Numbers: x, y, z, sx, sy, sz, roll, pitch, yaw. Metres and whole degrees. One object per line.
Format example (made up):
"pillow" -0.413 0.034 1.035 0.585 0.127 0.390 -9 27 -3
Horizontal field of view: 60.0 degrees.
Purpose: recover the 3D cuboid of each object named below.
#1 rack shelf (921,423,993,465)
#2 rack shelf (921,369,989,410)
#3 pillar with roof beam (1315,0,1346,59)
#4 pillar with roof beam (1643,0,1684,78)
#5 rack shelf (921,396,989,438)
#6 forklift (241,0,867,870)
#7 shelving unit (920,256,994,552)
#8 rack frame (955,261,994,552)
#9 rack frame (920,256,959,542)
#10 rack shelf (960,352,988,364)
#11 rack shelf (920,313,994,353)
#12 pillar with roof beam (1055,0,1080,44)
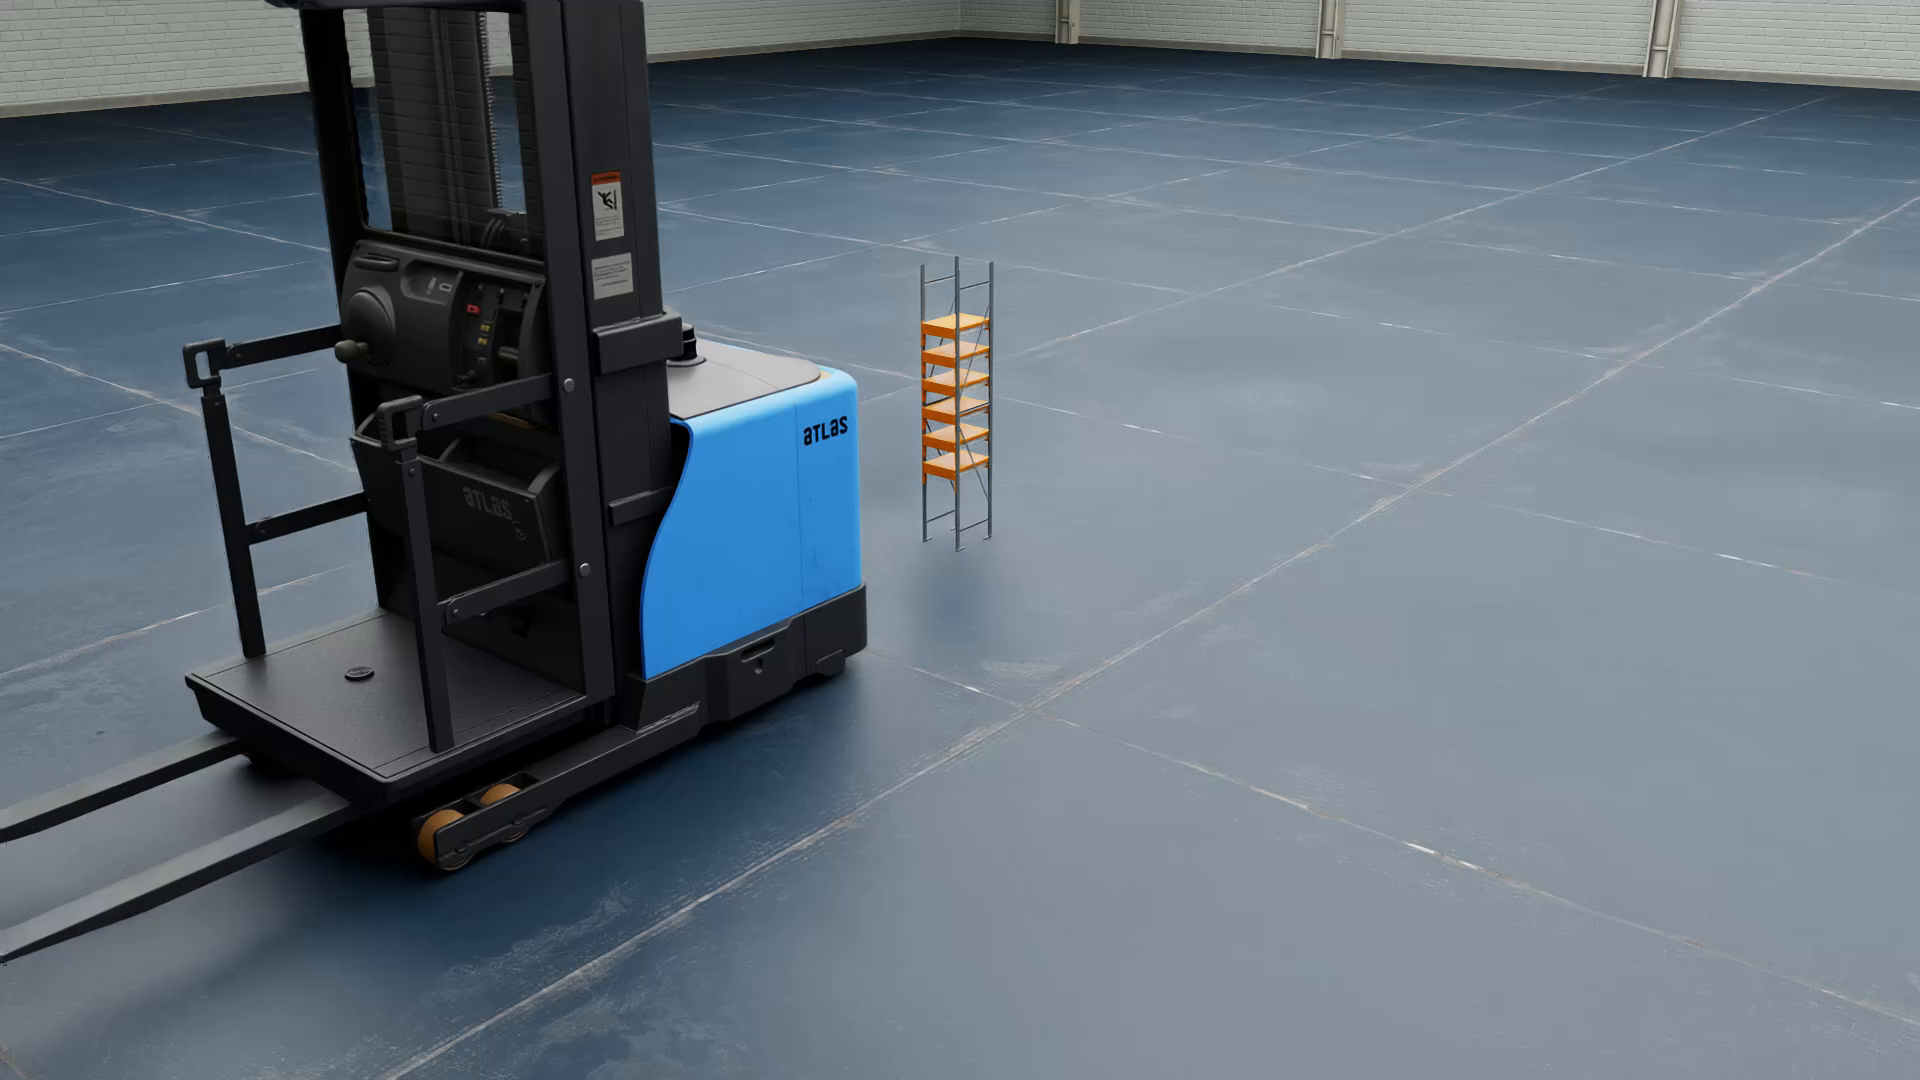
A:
"rack shelf" -0.011 -0.411 7.023 0.180 0.103 0.258 16 26 36
"rack shelf" -0.011 -0.635 6.938 0.180 0.103 0.258 16 26 36
"pillar with roof beam" 4.148 -12.020 26.289 0.400 9.000 9.100 16 26 36
"pillar with roof beam" 8.796 -10.681 22.739 0.400 9.000 9.100 16 26 36
"rack shelf" -0.011 -0.523 6.981 0.180 0.103 0.258 16 26 36
"forklift" -1.652 -0.638 4.706 1.130 2.935 3.031 16 26 36
"shelving unit" -0.011 -0.565 6.965 0.189 1.200 0.258 16 26 36
"rack frame" 0.060 -0.544 6.911 0.006 1.200 0.240 16 26 36
"rack frame" -0.082 -0.585 7.019 0.006 1.200 0.240 16 26 36
"rack shelf" -0.011 -0.766 6.889 0.166 0.020 0.199 16 26 36
"rack shelf" -0.011 -0.860 6.854 0.180 0.103 0.258 16 26 36
"pillar with roof beam" -0.501 -13.359 29.839 0.400 9.000 9.100 16 26 36
